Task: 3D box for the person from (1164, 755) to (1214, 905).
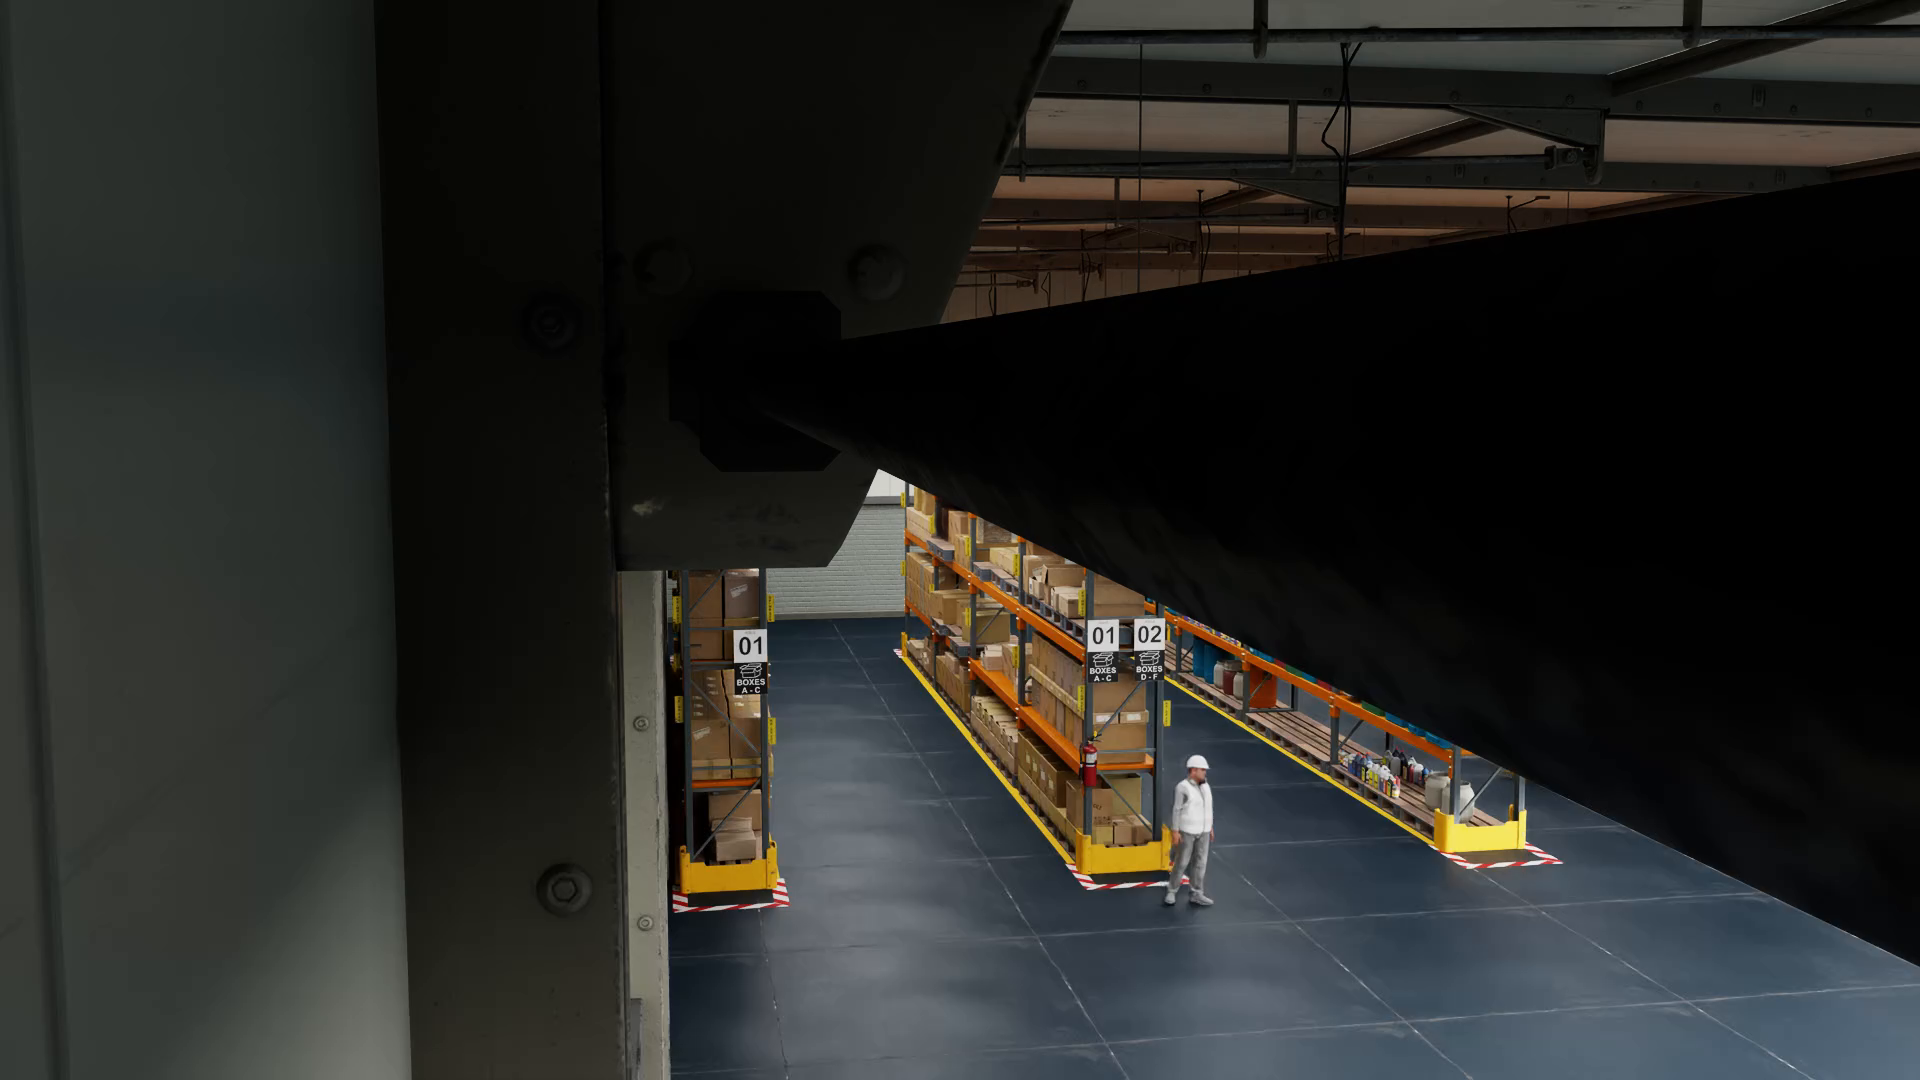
[{"bbox_3d":[2.713,3.426,19.625,0.614,1.767,0.484,-4,7,-37],"label":"person"}]
